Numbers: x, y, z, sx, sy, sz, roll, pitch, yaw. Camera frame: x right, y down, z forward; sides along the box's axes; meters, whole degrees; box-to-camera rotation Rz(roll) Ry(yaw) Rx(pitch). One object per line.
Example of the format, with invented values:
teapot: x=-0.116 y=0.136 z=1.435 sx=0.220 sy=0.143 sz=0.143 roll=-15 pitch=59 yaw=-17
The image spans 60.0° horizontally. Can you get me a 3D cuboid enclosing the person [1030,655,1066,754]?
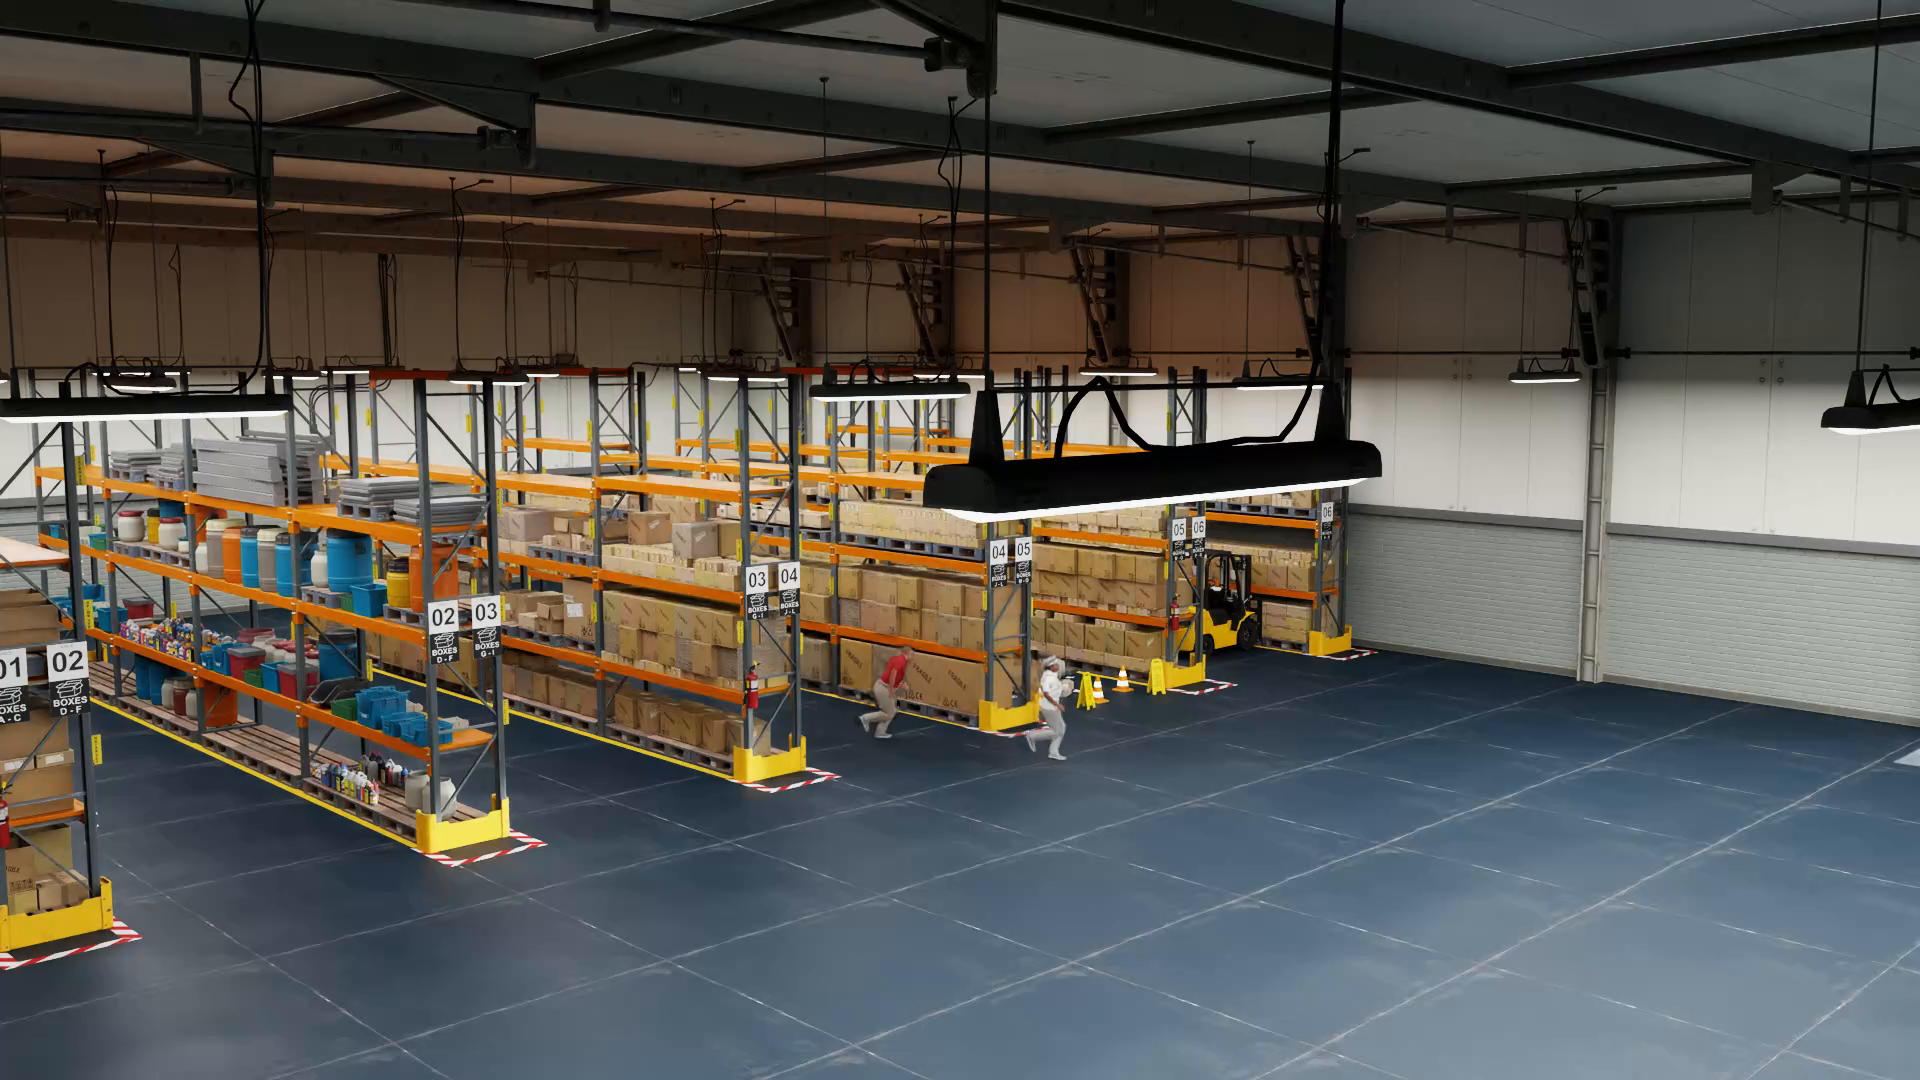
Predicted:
person: x=1.369 y=2.564 z=25.884 sx=0.575 sy=1.576 sz=0.547 roll=0 pitch=6 yaw=-2

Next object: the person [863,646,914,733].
person: x=-1.166 y=2.470 z=27.247 sx=0.856 sy=1.443 sz=0.682 roll=-2 pitch=7 yaw=-13
